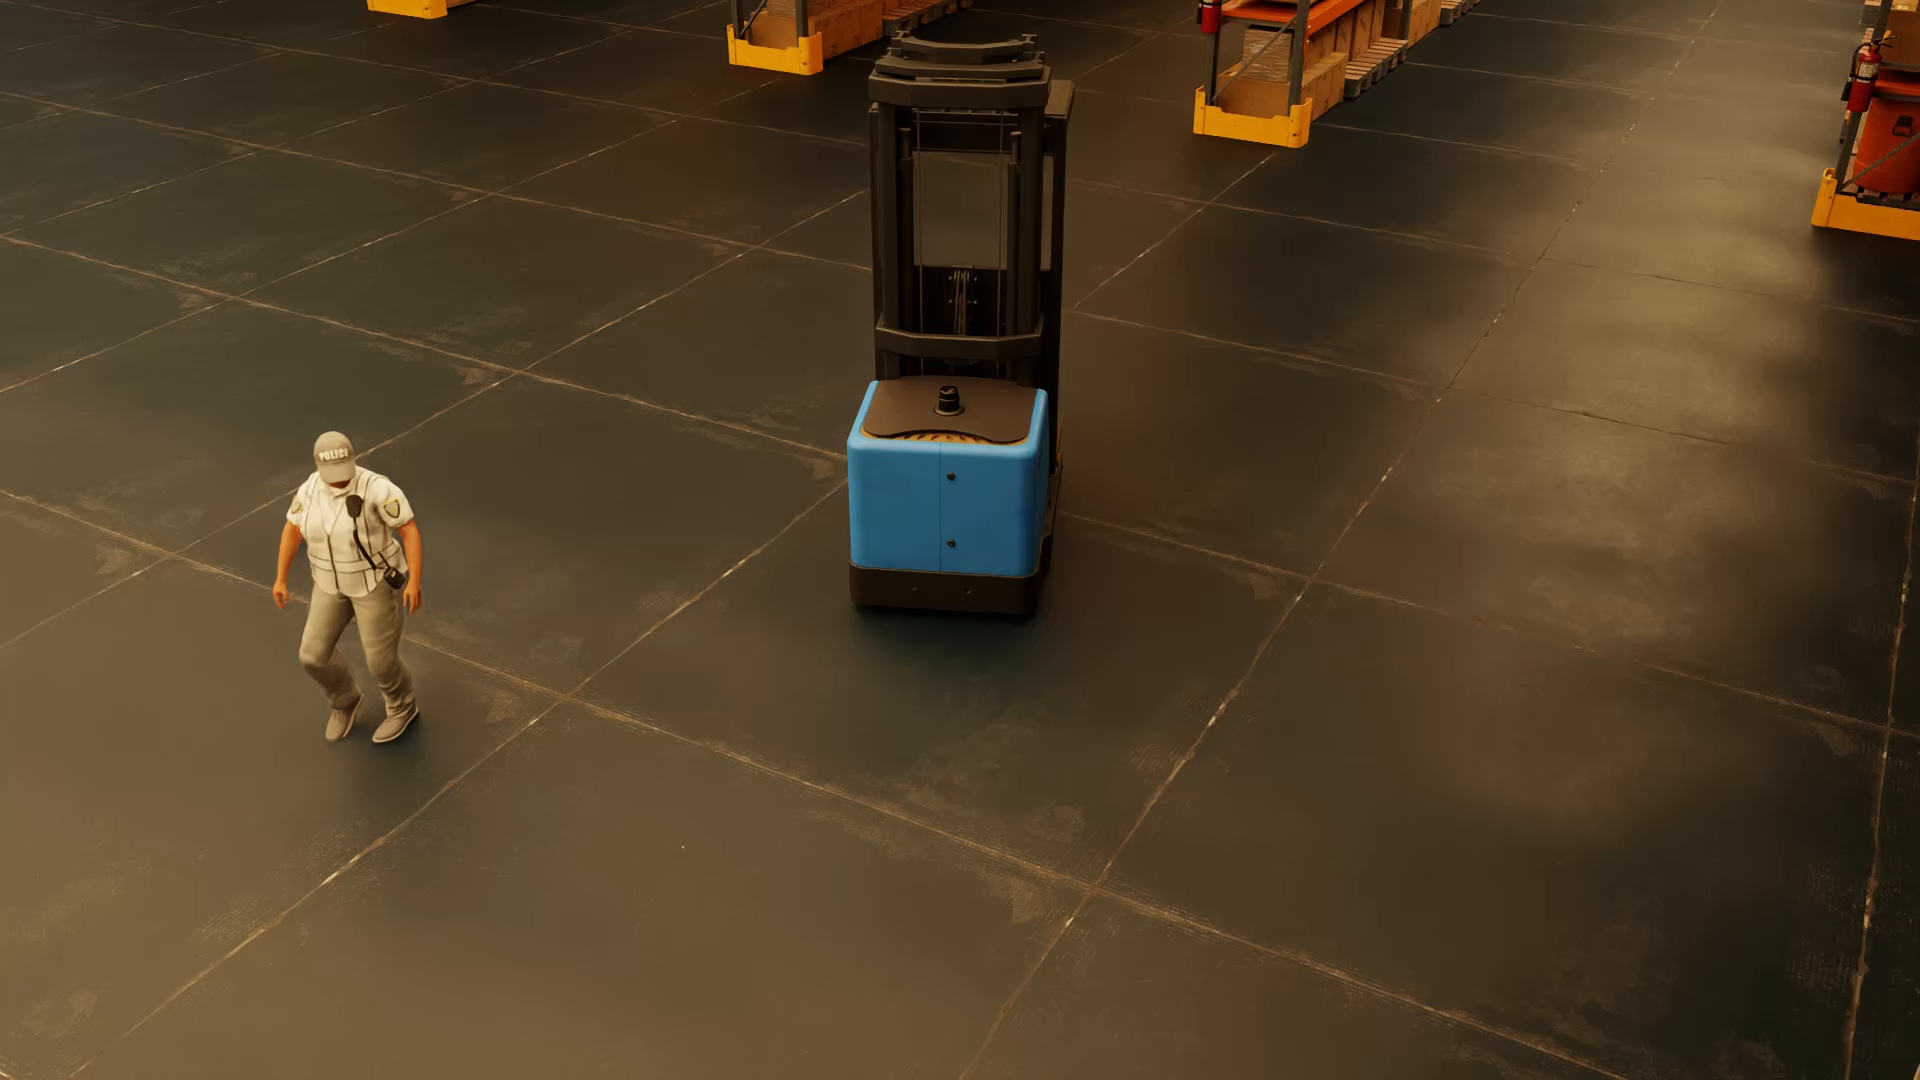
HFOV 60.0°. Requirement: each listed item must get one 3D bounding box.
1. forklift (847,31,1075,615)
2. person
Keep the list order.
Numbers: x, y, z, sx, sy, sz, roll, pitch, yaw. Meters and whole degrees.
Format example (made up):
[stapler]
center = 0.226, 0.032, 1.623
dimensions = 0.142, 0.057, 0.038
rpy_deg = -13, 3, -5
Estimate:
[forklift]
center = 0.072, -1.572, 9.794
dimensions = 1.130, 2.935, 3.031
rpy_deg = 3, 30, 6
[person]
center = -2.872, 0.255, 7.967
dimensions = 0.796, 1.674, 0.490
rpy_deg = 7, 31, 12
